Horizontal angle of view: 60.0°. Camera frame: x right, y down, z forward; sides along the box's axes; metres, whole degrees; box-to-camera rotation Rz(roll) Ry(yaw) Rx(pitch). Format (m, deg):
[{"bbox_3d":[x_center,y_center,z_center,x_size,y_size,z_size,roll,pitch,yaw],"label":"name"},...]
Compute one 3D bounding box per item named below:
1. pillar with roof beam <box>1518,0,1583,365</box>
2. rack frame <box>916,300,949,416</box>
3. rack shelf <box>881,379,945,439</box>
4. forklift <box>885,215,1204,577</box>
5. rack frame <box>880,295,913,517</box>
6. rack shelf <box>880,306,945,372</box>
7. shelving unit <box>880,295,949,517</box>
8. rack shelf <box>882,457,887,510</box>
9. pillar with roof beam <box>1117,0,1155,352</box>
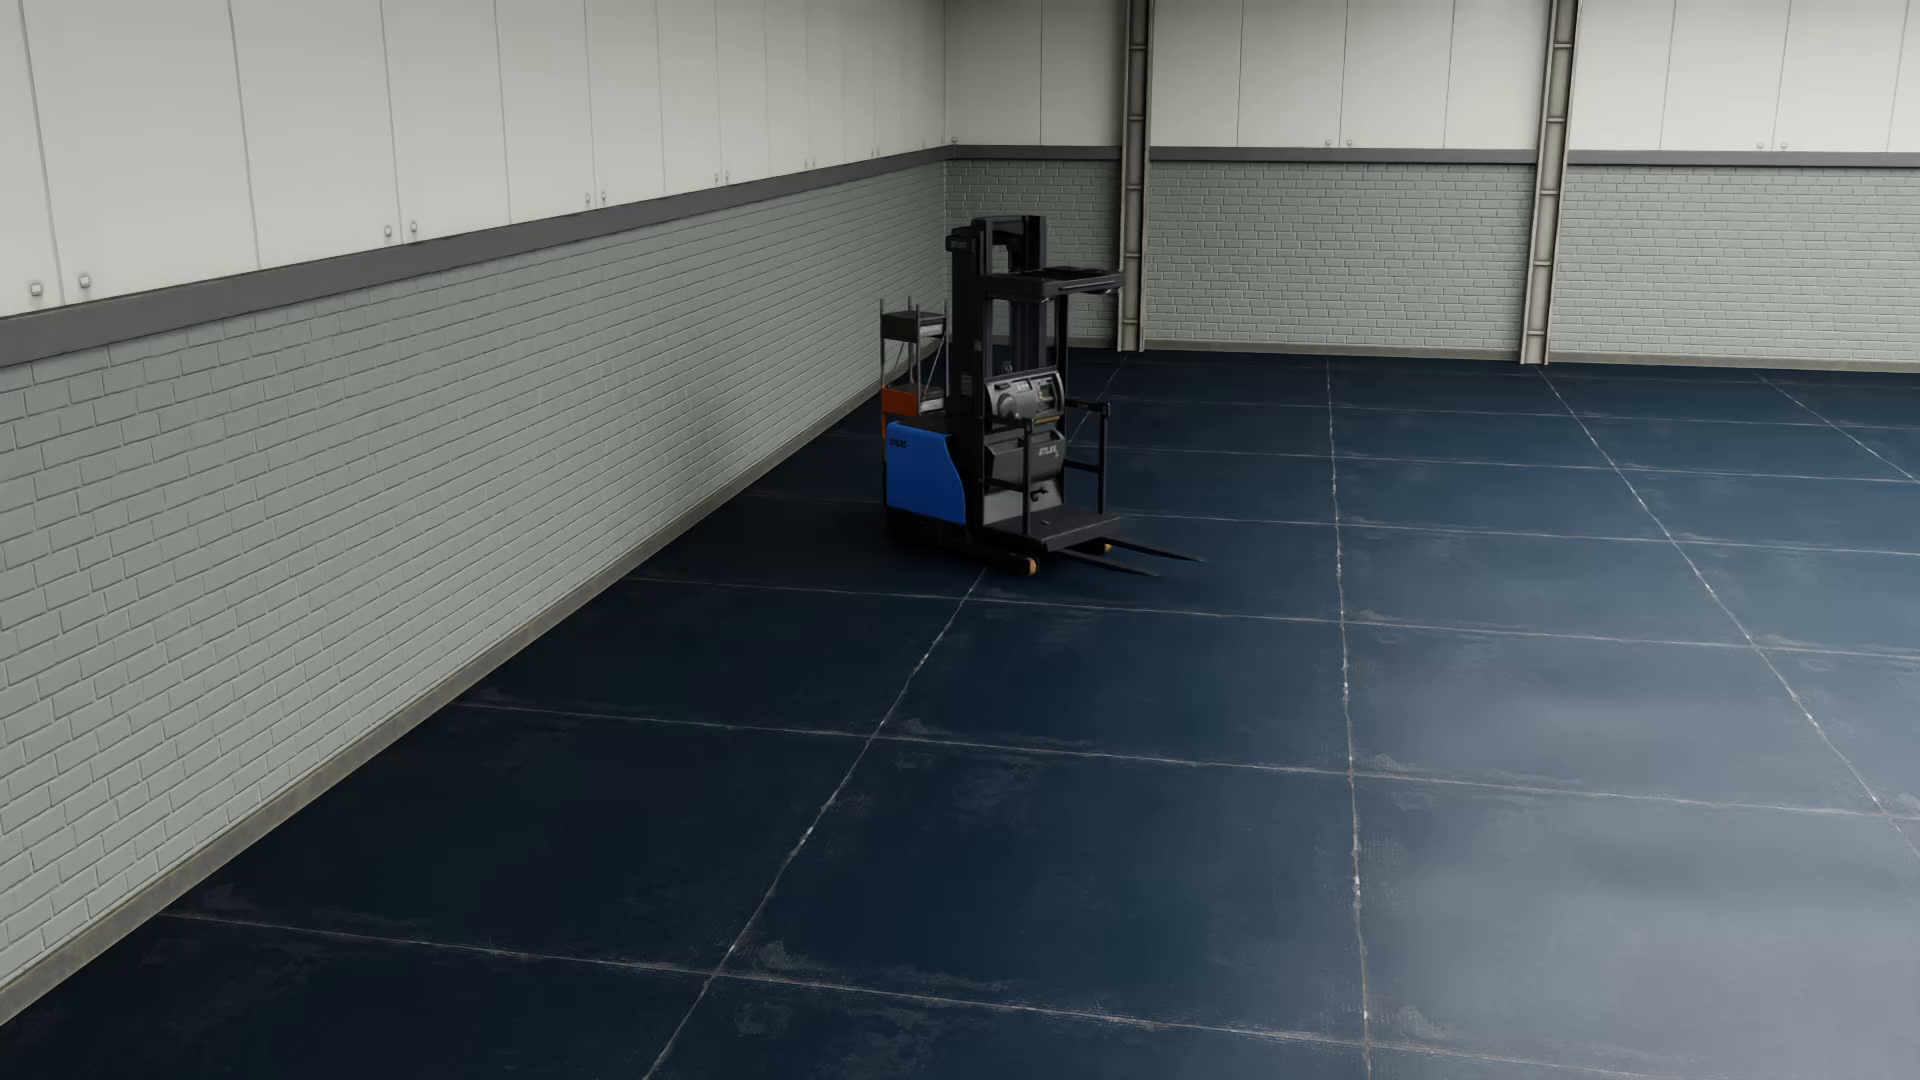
[{"bbox_3d":[7.688,-5.859,19.546,0.400,9.000,9.100,3,16,11],"label":"pillar with roof beam"},{"bbox_3d":[-0.252,-1.178,15.568,0.015,2.100,0.400,15,21,43],"label":"rack frame"},{"bbox_3d":[-0.425,-1.210,15.737,0.480,0.518,0.431,15,21,43],"label":"rack shelf"},{"bbox_3d":[0.719,-1.257,14.297,3.031,2.935,1.130,15,21,43],"label":"forklift"},{"bbox_3d":[-0.599,-1.269,15.898,0.015,2.100,0.400,15,21,43],"label":"rack frame"},{"bbox_3d":[-0.425,-1.885,15.550,0.480,0.518,0.431,15,21,43],"label":"rack shelf"},{"bbox_3d":[-0.425,-1.223,15.733,0.503,2.100,0.431,15,21,43],"label":"shelving unit"},{"bbox_3d":[-0.425,-0.536,15.924,0.480,0.518,0.431,15,21,43],"label":"rack shelf"},{"bbox_3d":[1.808,-6.179,20.698,0.400,9.000,9.100,3,16,11],"label":"pillar with roof beam"}]
